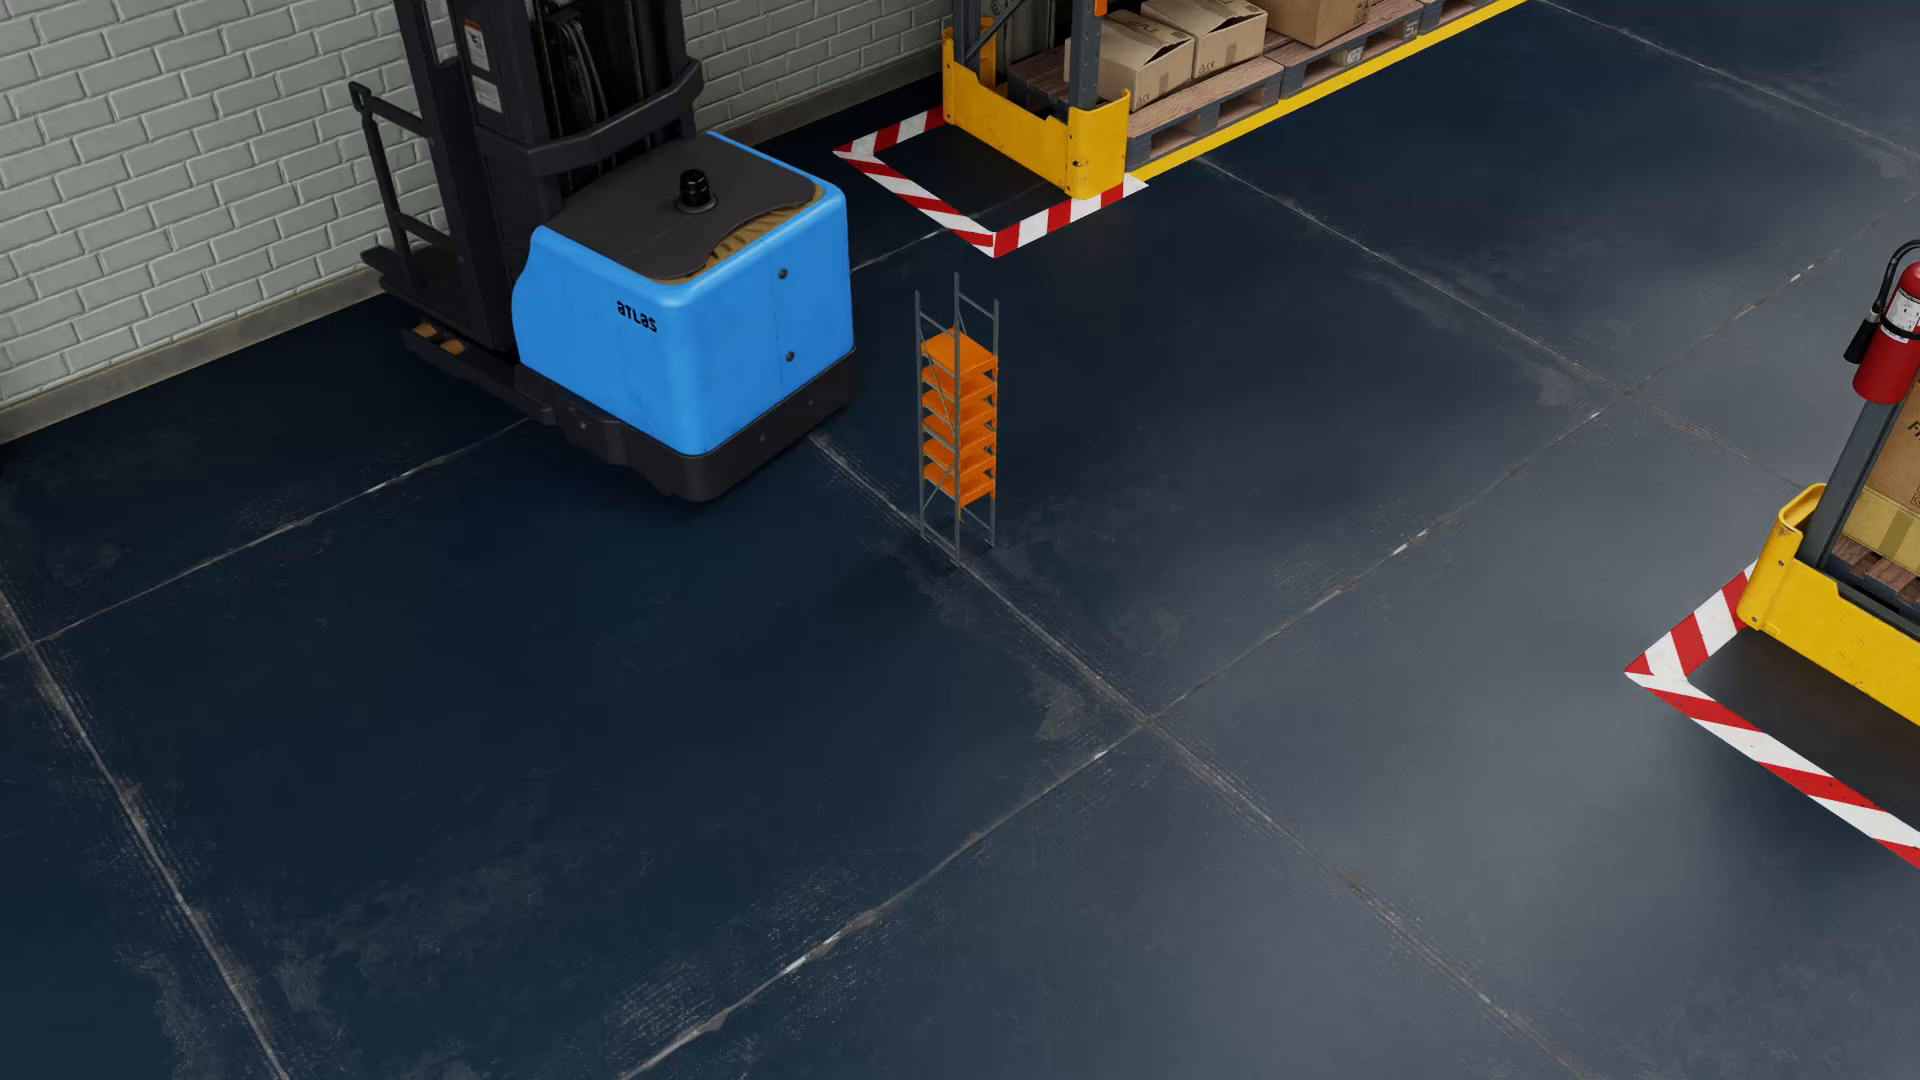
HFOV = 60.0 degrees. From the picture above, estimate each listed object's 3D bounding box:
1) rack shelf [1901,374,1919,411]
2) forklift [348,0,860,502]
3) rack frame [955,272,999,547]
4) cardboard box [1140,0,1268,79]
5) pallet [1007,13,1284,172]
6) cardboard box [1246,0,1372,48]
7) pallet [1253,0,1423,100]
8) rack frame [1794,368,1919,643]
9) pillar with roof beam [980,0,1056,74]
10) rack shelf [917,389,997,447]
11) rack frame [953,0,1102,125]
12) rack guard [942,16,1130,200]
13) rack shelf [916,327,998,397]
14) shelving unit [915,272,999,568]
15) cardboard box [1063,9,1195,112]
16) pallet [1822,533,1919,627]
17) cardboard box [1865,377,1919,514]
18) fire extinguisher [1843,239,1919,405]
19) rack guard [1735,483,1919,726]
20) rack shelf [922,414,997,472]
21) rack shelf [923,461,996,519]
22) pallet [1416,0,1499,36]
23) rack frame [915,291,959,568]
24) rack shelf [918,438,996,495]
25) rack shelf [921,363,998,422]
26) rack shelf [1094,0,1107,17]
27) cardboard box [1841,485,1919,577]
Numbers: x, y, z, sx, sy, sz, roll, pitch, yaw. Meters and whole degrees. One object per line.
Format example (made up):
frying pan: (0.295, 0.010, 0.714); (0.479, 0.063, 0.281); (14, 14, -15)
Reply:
rack shelf: (5.041, -1.207, 6.370); (4.000, 0.370, 1.077); (-30, 51, -28)
forklift: (-1.913, -2.067, 6.809); (3.031, 2.935, 1.130); (28, 50, 27)
rack frame: (0.059, -0.471, 6.375); (0.006, 1.200, 0.240); (-30, 51, -28)
cardboard box: (1.352, -2.878, 9.266); (0.500, 0.311, 0.500); (-26, 49, -25)
pallet: (1.030, -2.546, 9.306); (1.213, 0.211, 1.003); (-30, 51, -28)
cardboard box: (1.947, -3.243, 9.516); (0.500, 0.500, 0.700); (-33, 52, -30)
pallet: (1.965, -3.079, 9.874); (1.213, 0.211, 1.003); (-30, 51, -28)
rack frame: (3.507, -0.591, 5.188); (0.127, 3.000, 1.000); (-30, 51, -28)
pillar with roof beam: (3.070, -3.878, 4.306); (0.400, 9.000, 9.100); (-30, 51, -28)
rack shelf: (-0.011, -0.486, 6.281); (0.180, 0.103, 0.258); (-30, 51, -28)
rack frame: (0.326, -3.190, 7.956); (0.127, 3.000, 1.000); (-30, 51, -28)
rack guard: (0.384, -2.313, 8.847); (0.348, 0.500, 1.175); (-30, 51, -28)
rack shelf: (-0.011, -0.661, 6.116); (0.180, 0.103, 0.258); (-30, 51, -28)
shelving unit: (-0.011, -0.431, 6.332); (0.189, 1.200, 0.258); (-30, 51, -28)
cardboard box: (0.914, -2.627, 8.999); (0.500, 0.311, 0.500); (33, 52, 30)
pallet: (4.067, 0.068, 6.524); (1.213, 0.211, 1.003); (-30, 51, -28)
cardboard box: (3.728, -0.407, 6.146); (0.500, 0.500, 0.500); (-30, 51, -28)
fire extinguisher: (3.118, -0.755, 5.419); (0.183, 0.674, 0.296); (-30, 51, -28)
rack guard: (3.489, 0.331, 6.032); (0.348, 0.500, 1.175); (-30, 51, -28)
rack shelf: (-0.011, -0.399, 6.363); (0.180, 0.103, 0.258); (-30, 51, -28)
rack shelf: (-0.011, -0.224, 6.527); (0.180, 0.103, 0.258); (-30, 51, -28)
pallet: (2.902, -3.617, 10.447); (1.213, 0.211, 1.003); (-30, 51, -28)
rack frame: (-0.081, -0.391, 6.290); (0.006, 1.200, 0.240); (-30, 51, -28)
rack shelf: (-0.011, -0.311, 6.445); (0.180, 0.103, 0.258); (-30, 51, -28)
rack shelf: (-0.011, -0.574, 6.199); (0.180, 0.103, 0.258); (-30, 51, -28)
rack shelf: (1.860, -3.807, 9.138); (4.000, 0.370, 1.077); (-30, 51, -28)
cardboard box: (3.729, -0.132, 6.401); (0.500, 0.250, 0.500); (-30, 51, -28)
